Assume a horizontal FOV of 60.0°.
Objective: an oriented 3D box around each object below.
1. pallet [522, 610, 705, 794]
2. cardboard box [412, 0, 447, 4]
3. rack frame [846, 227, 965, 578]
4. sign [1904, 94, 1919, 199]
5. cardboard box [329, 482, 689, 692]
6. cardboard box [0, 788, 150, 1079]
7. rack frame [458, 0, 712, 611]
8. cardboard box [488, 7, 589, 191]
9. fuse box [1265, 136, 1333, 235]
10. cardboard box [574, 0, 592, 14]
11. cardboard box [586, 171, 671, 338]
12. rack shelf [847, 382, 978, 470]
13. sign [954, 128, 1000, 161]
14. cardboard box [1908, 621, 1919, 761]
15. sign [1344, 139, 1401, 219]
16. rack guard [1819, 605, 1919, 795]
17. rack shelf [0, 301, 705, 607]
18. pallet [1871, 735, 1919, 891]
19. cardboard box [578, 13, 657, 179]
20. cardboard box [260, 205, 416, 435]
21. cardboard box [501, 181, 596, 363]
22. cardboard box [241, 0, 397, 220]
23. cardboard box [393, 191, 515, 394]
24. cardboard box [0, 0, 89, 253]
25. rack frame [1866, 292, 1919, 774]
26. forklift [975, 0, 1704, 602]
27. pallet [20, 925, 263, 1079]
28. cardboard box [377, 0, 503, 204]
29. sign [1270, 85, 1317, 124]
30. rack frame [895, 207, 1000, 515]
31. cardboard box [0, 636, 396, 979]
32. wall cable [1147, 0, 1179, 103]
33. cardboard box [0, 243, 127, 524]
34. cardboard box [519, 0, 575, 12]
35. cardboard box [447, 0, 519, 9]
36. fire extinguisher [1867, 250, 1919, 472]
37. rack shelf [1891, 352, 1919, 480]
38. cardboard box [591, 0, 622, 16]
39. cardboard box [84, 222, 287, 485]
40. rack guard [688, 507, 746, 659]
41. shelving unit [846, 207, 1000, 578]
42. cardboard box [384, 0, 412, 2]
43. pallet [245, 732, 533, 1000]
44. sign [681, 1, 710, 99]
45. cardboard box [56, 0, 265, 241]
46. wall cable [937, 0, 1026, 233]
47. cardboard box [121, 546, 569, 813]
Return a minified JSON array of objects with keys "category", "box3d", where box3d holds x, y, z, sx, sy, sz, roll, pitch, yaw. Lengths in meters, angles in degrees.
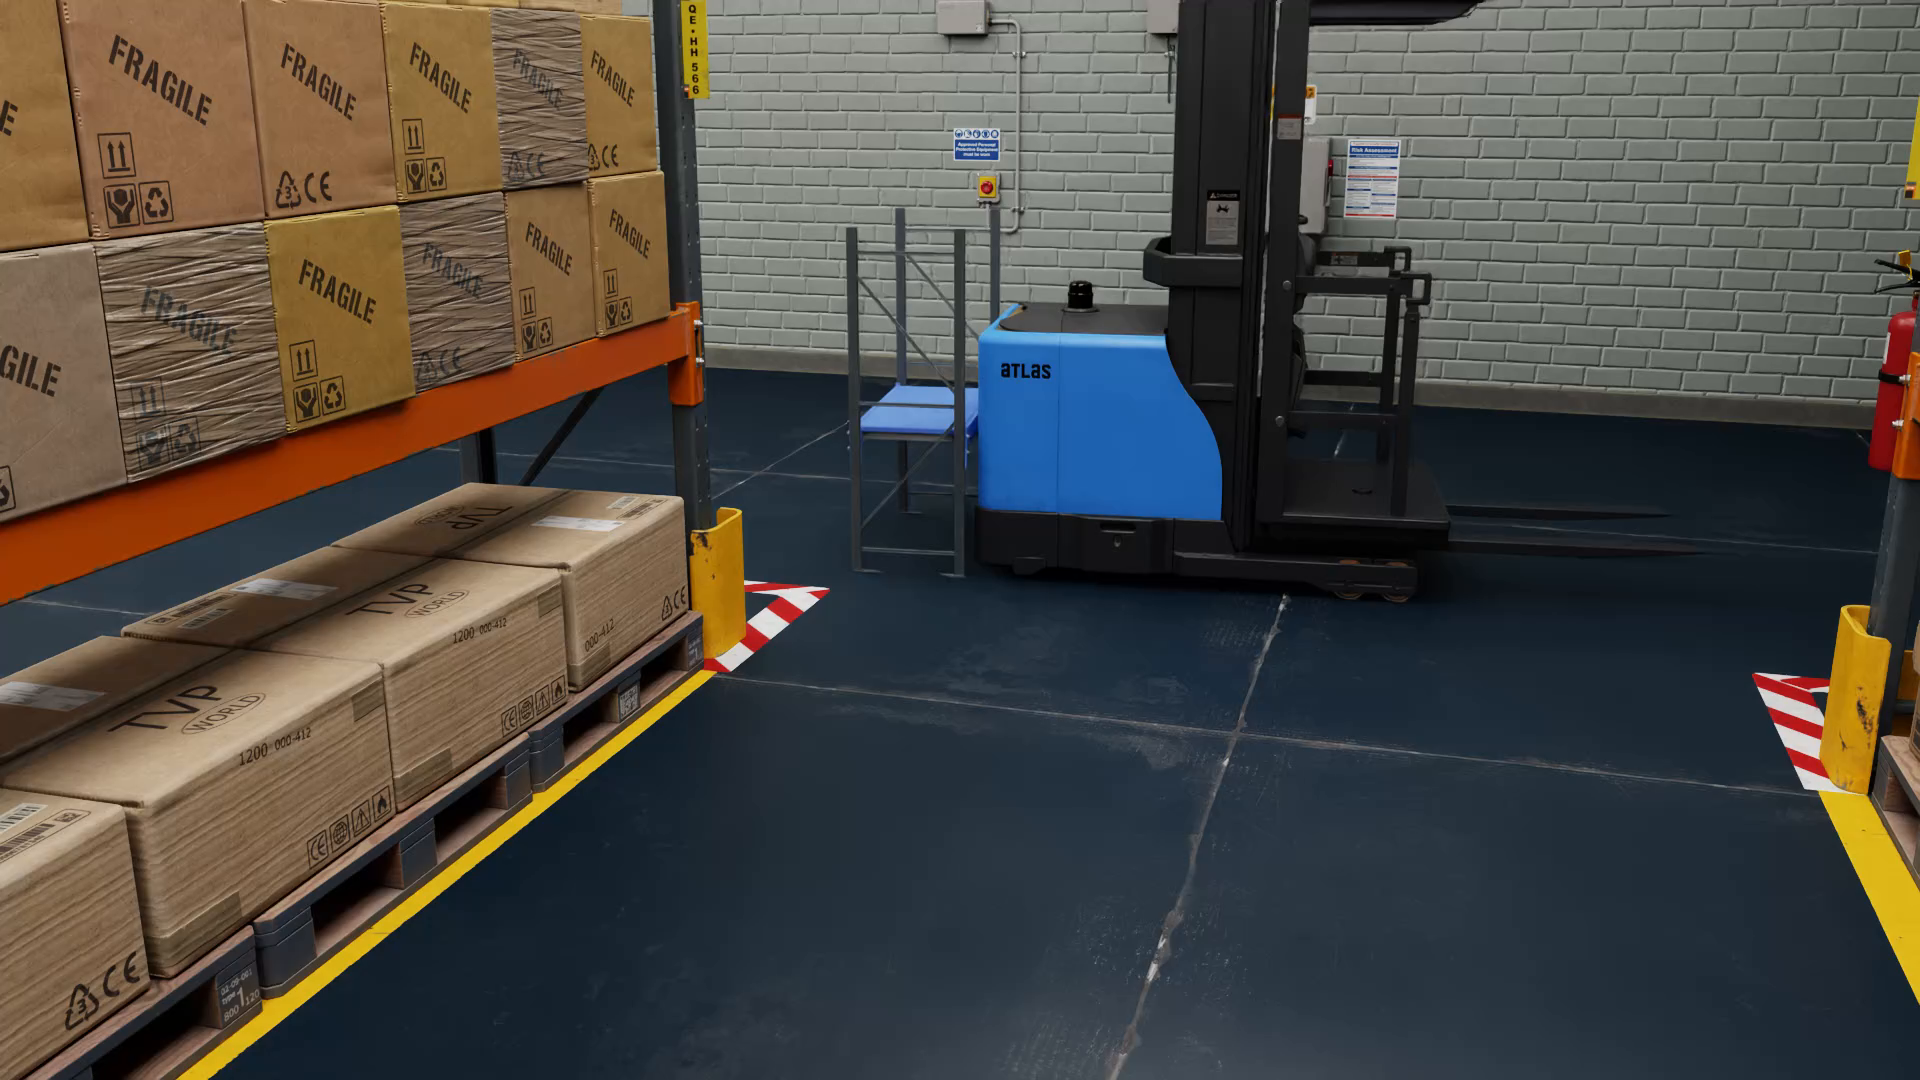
[{"category":"pallet","box3d":[-1.589,0.483,5.741,1.003,0.211,1.213,5,16,16]},{"category":"cardboard box","box3d":[-1.642,-1.538,4.550,0.380,0.149,0.250,4,16,15]},{"category":"rack frame","box3d":[-0.226,-0.572,7.097,0.500,1.500,0.032,3,16,9]},{"category":"sign","box3d":[2.803,-1.149,4.795,0.100,0.325,0.005,5,16,16]},{"category":"cardboard box","box3d":[-1.529,0.137,5.775,0.875,0.438,0.875,4,16,14]},{"category":"cardboard box","box3d":[-2.292,0.847,3.271,0.875,0.438,0.875,4,16,15]},{"category":"rack frame","box3d":[-1.437,-1.074,6.119,1.000,3.000,0.127,5,16,16]},{"category":"cardboard box","box3d":[-1.466,-1.320,4.969,0.500,0.500,0.500,5,16,16]},{"category":"fuse box","box3d":[2.116,-1.730,10.793,0.539,1.711,0.414,5,16,16]},{"category":"cardboard box","box3d":[-1.396,-1.738,5.254,0.380,0.149,0.250,5,17,17]},{"category":"cardboard box","box3d":[-1.320,-0.975,5.588,0.500,0.500,0.500,5,17,16]},{"category":"rack shelf","box3d":[-0.142,-0.536,7.628,0.538,0.185,1.000,3,16,9]},{"category":"sign","box3d":[0.114,-2.701,11.359,0.327,0.218,0.001,5,16,16]},{"category":"cardboard box","box3d":[3.058,0.462,4.510,0.797,0.503,0.637,4,16,14]},{"category":"sign","box3d":[2.648,-2.320,10.686,0.329,0.494,0.001,5,16,16]},{"category":"rack guard","box3d":[3.301,0.532,5.036,1.175,0.500,0.348,5,16,16]},{"category":"rack shelf","box3d":[-2.005,-0.205,4.372,1.077,0.370,4.000,5,16,16]},{"category":"pallet","box3d":[3.076,0.880,4.340,1.003,0.211,1.213,5,16,16]},{"category":"cardboard box","box3d":[-1.346,-1.459,5.459,0.500,0.500,0.500,5,17,18]},{"category":"cardboard box","box3d":[-1.748,-0.574,4.172,0.500,0.500,0.500,5,17,18]},{"category":"cardboard box","box3d":[-1.477,-0.845,5.129,0.500,0.500,0.500,4,16,15]},{"category":"cardboard box","box3d":[-1.755,-1.059,4.050,0.500,0.500,0.500,5,16,15]},{"category":"cardboard box","box3d":[-1.614,-0.710,4.652,0.500,0.500,0.500,5,17,17]},{"category":"cardboard box","box3d":[-2.057,-0.794,3.116,0.500,0.500,0.500,4,16,15]},{"category":"rack frame","box3d":[3.323,-0.690,4.765,1.000,3.000,0.127,5,16,16]},{"category":"forklift","box3d":[1.631,-1.308,7.071,3.031,2.935,1.130,3,16,10]},{"category":"pallet","box3d":[-2.283,1.121,3.490,1.003,0.211,1.213,5,16,16]},{"category":"cardboard box","box3d":[-1.610,-1.190,4.514,0.500,0.500,0.500,5,16,16]},{"category":"sign","box3d":[2.121,-2.806,10.711,0.339,0.242,0.001,5,16,16]},{"category":"rack frame","box3d":[-0.059,-0.845,8.061,0.500,1.500,0.032,3,16,9]},{"category":"cardboard box","box3d":[-2.039,0.613,4.097,0.875,0.438,0.875,4,16,14]},{"category":"wall cable","box3d":[1.506,-2.933,10.811,0.588,1.984,0.122,5,16,16]},{"category":"cardboard box","box3d":[-2.042,-0.309,3.240,0.500,0.500,0.500,5,17,16]},{"category":"cardboard box","box3d":[-1.389,-1.663,4.993,0.380,0.149,0.250,4,16,15]},{"category":"cardboard box","box3d":[-1.500,-1.601,4.772,0.380,0.149,0.250,5,17,17]},{"category":"fire extinguisher","box3d":[2.922,-0.548,5.089,0.296,0.674,0.183,5,16,16]},{"category":"rack shelf","box3d":[2.755,0.179,3.019,1.077,0.370,4.000,5,16,16]},{"category":"cardboard box","box3d":[-1.347,-1.806,5.495,0.380,0.149,0.250,5,17,17]},{"category":"cardboard box","box3d":[-1.895,-0.439,3.697,0.500,0.500,0.500,5,17,16]},{"category":"rack guard","box3d":[-1.430,0.122,6.482,1.175,0.500,0.348,5,16,16]},{"category":"shelving unit","box3d":[-0.142,-0.709,7.579,0.538,1.500,1.048,3,16,9]},{"category":"cardboard box","box3d":[-1.657,-1.468,4.303,0.380,0.149,0.250,5,17,17]},{"category":"pallet","box3d":[-1.938,0.801,4.619,1.003,0.211,1.213,5,16,16]},{"category":"sign","box3d":[-0.921,-1.699,5.767,0.100,0.325,0.005,5,16,16]},{"category":"cardboard box","box3d":[-1.900,-0.927,3.586,0.500,0.500,0.500,5,17,17]},{"category":"wall cable","box3d":[0.143,-3.055,11.183,0.585,1.953,0.123,5,16,16]},{"category":"cardboard box","box3d":[-1.781,0.377,4.929,0.875,0.438,0.875,5,17,17]}]
